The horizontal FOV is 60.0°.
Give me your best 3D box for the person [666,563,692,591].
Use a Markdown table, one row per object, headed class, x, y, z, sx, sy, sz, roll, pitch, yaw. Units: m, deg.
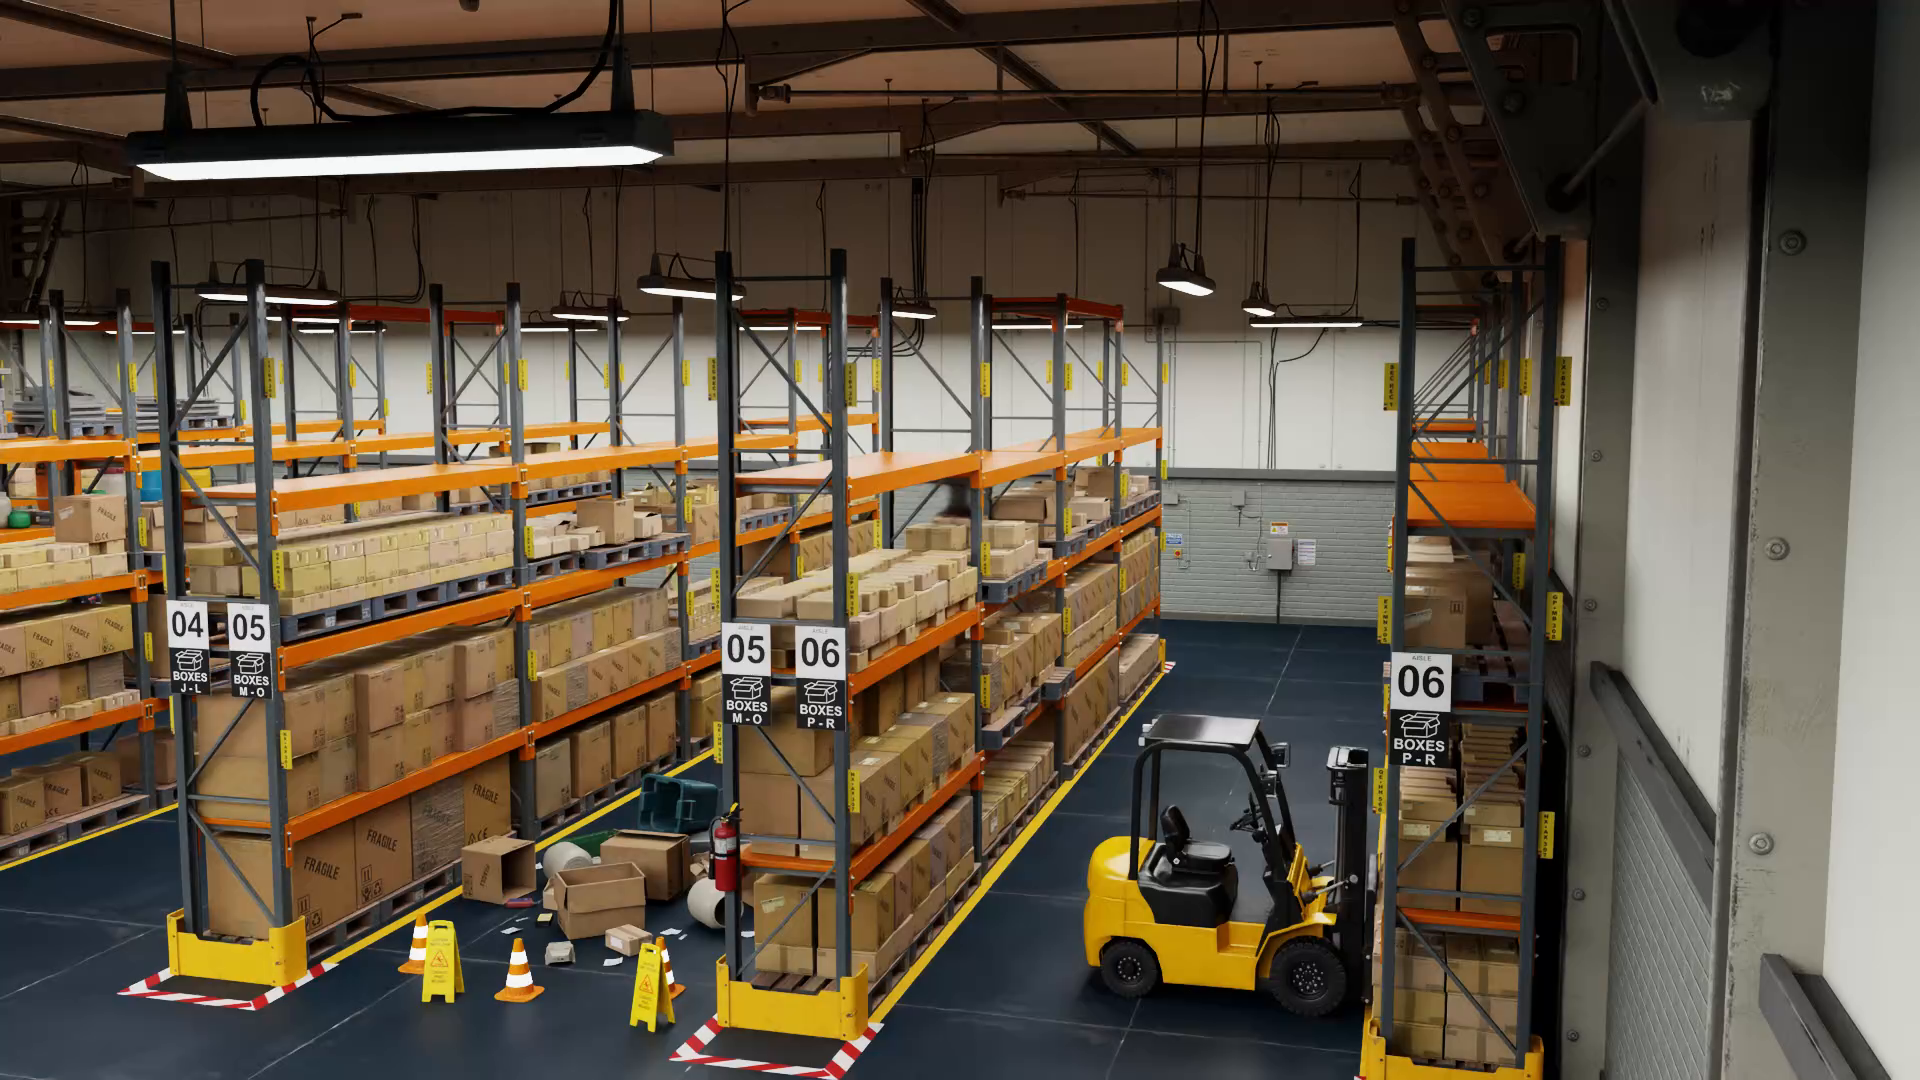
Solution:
| class | x | y | z | sx | sy | sz | roll | pitch | yaw |
| --- | --- | --- | --- | --- | --- | --- | --- | --- | --- |
| person | -5.321 | 0.959 | 31.982 | 0.658 | 1.661 | 0.461 | 4 | 7 | 31 |
